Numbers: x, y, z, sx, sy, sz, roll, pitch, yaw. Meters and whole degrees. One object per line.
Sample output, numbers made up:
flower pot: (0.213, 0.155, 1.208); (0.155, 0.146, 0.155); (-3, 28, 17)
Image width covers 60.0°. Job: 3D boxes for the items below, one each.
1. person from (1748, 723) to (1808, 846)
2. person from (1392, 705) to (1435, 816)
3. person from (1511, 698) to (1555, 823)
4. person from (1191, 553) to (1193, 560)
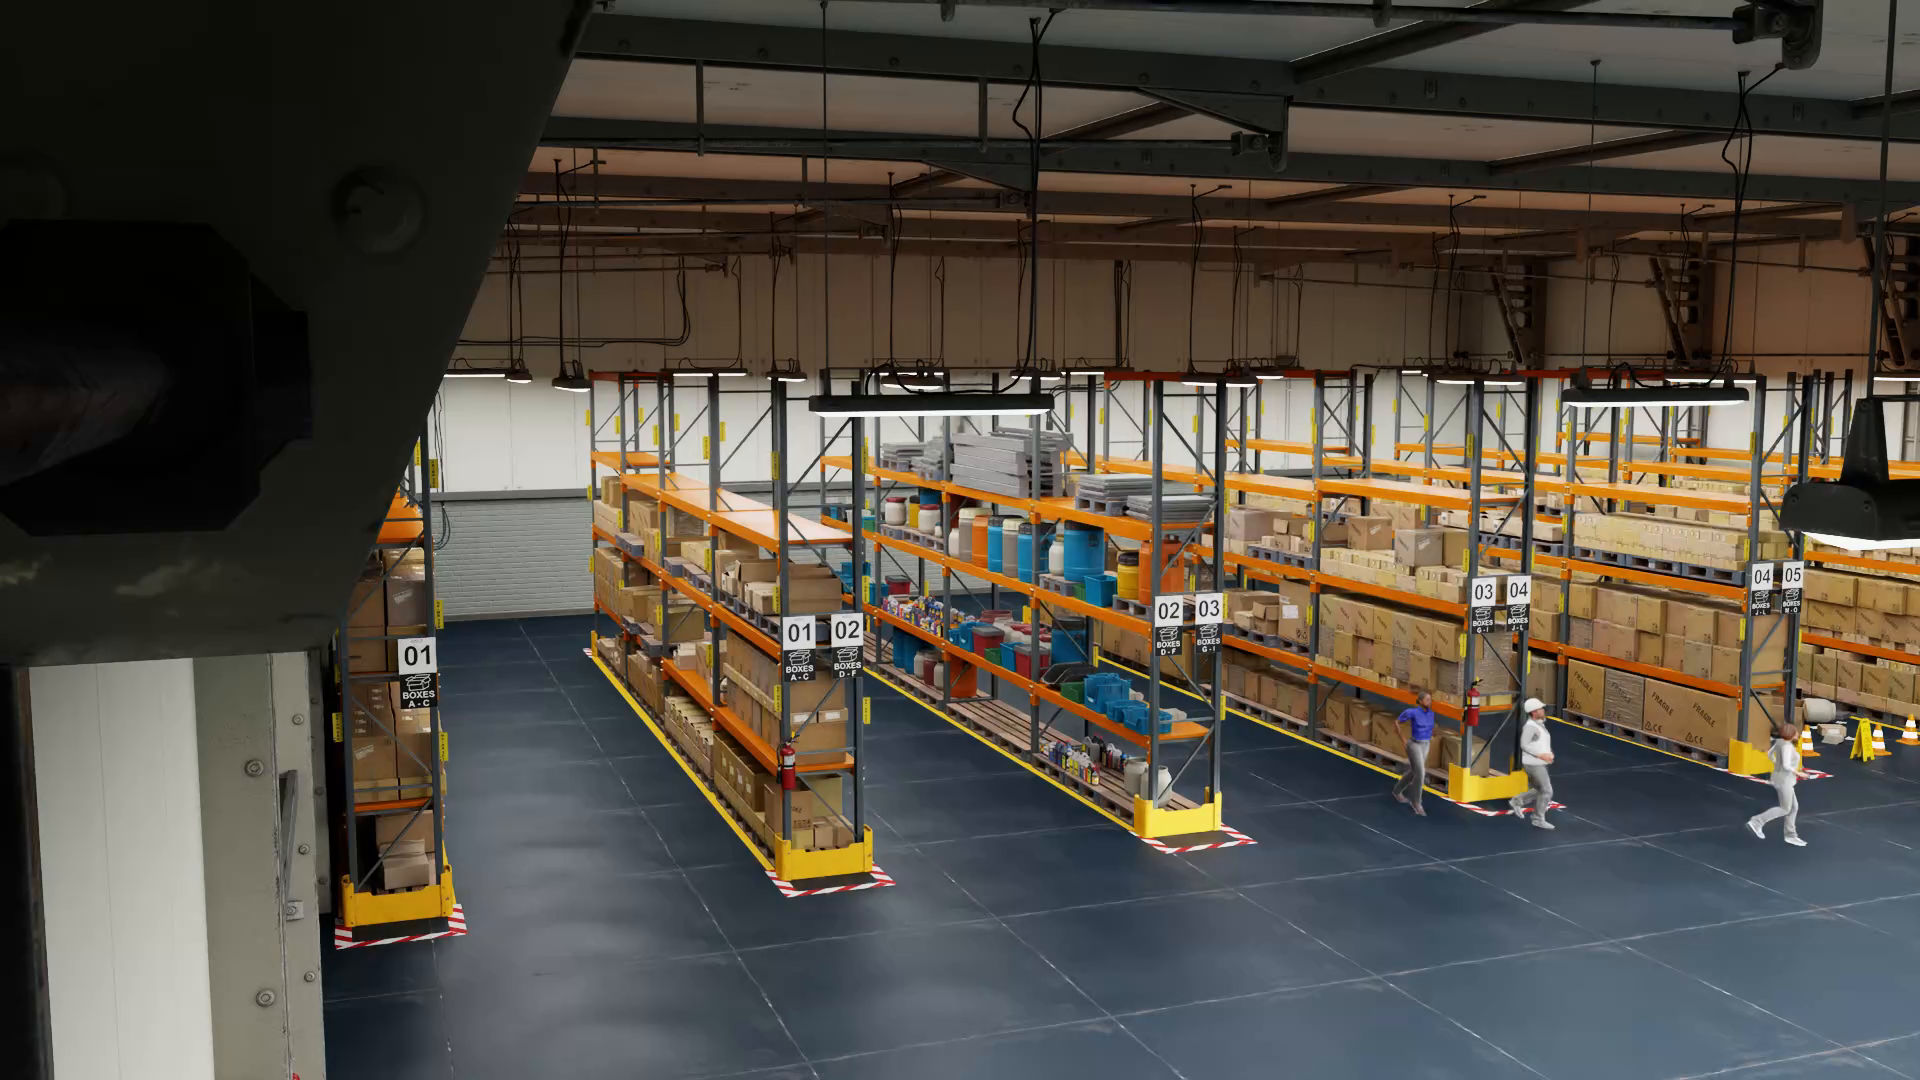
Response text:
person: (10.604, 3.153, 21.513); (0.730, 1.602, 0.565); (2, 7, 14)
person: (6.399, 3.044, 23.267); (0.547, 1.489, 0.772); (-4, 7, -30)
person: (7.712, 2.958, 22.359); (0.552, 1.677, 0.703); (3, 7, 24)
person: (5.419, 1.141, 38.729); (0.683, 1.794, 0.931); (-1, 6, -5)
